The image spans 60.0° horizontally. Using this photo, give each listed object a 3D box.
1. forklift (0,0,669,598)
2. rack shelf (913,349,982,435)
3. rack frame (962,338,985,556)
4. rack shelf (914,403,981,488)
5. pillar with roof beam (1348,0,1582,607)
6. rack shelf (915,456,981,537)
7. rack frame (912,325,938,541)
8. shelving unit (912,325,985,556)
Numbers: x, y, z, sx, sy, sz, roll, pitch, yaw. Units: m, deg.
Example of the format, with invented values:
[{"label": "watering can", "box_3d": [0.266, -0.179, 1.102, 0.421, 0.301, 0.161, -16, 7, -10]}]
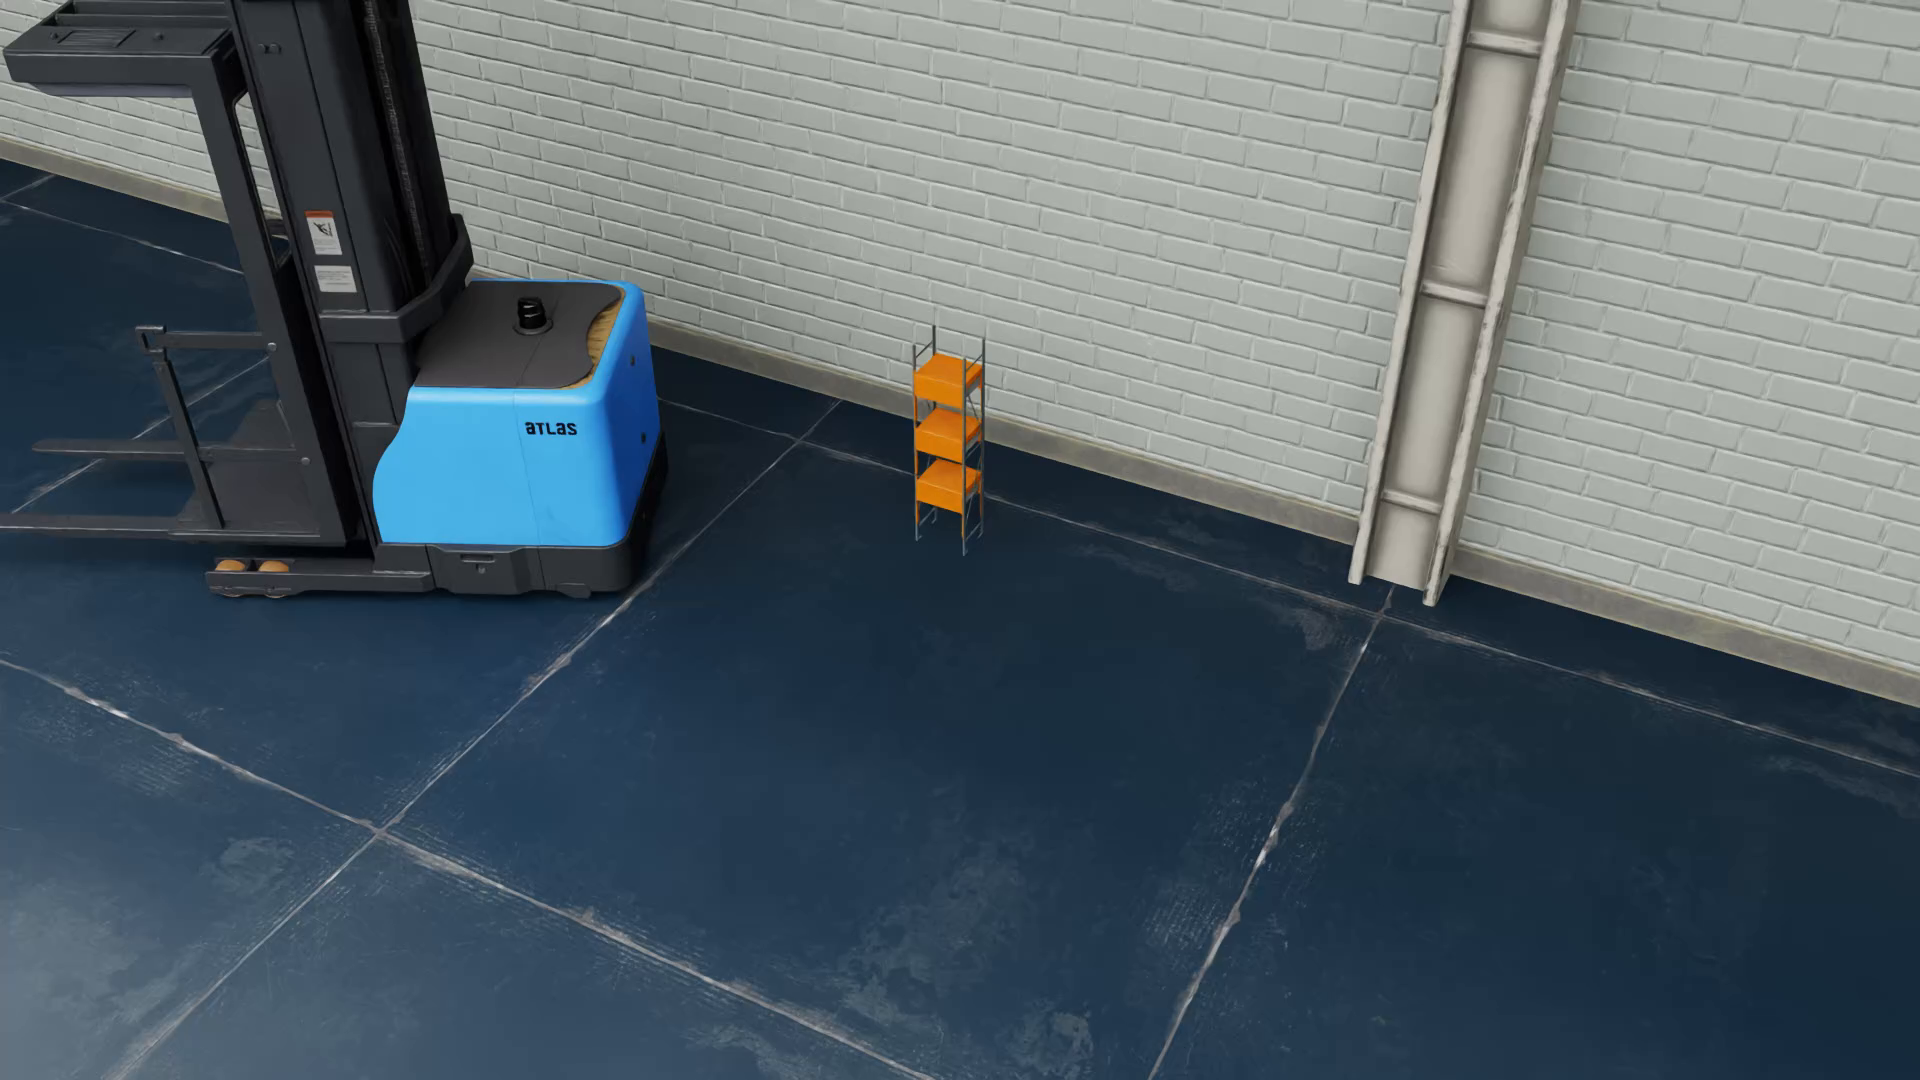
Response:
[{"label": "forklift", "box_3d": [-2.944, -1.229, 6.944, 3.031, 2.935, 1.130, 1, 37, 2]}, {"label": "rack shelf", "box_3d": [-0.048, -0.651, 7.287, 0.240, 0.259, 0.215, 17, 41, 21]}, {"label": "rack frame", "box_3d": [0.061, -0.399, 7.407, 0.008, 1.050, 0.200, 17, 41, 21]}, {"label": "rack shelf", "box_3d": [-0.048, -0.425, 7.459, 0.240, 0.259, 0.215, 17, 41, 21]}, {"label": "pillar with roof beam", "box_3d": [0.015, -1.113, 1.773, 0.400, 9.000, 9.100, 17, 41, 21]}, {"label": "rack shelf", "box_3d": [-0.048, -0.203, 7.627, 0.240, 0.259, 0.215, 17, 41, 21]}, {"label": "rack frame", "box_3d": [-0.156, -0.467, 7.497, 0.008, 1.050, 0.200, 17, 41, 21]}, {"label": "shelving unit", "box_3d": [-0.048, -0.433, 7.452, 0.252, 1.050, 0.215, 17, 41, 21]}]
